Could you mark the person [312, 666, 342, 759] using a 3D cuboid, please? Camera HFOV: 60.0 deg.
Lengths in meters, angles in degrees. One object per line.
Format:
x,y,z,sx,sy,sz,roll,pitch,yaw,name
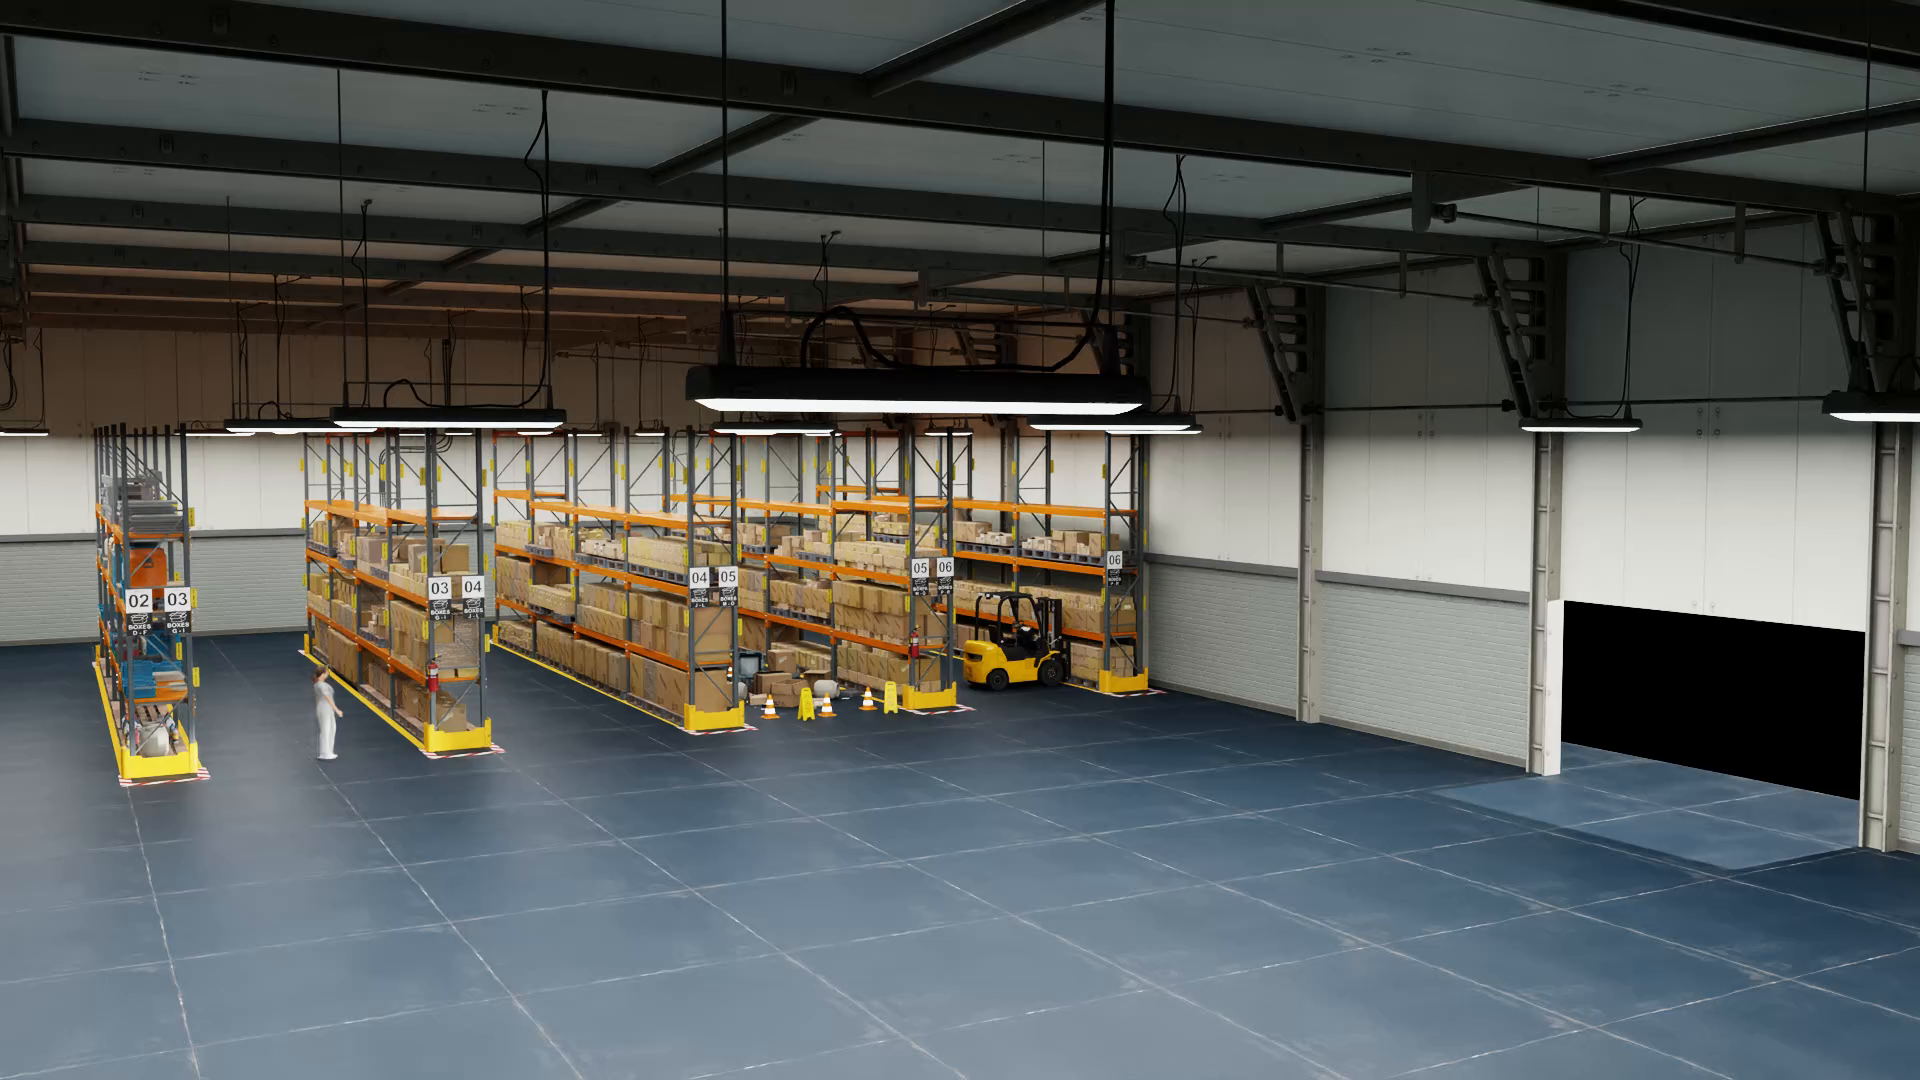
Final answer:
-11.321,3.097,29.817,0.537,1.706,0.502,-1,3,-9,person
